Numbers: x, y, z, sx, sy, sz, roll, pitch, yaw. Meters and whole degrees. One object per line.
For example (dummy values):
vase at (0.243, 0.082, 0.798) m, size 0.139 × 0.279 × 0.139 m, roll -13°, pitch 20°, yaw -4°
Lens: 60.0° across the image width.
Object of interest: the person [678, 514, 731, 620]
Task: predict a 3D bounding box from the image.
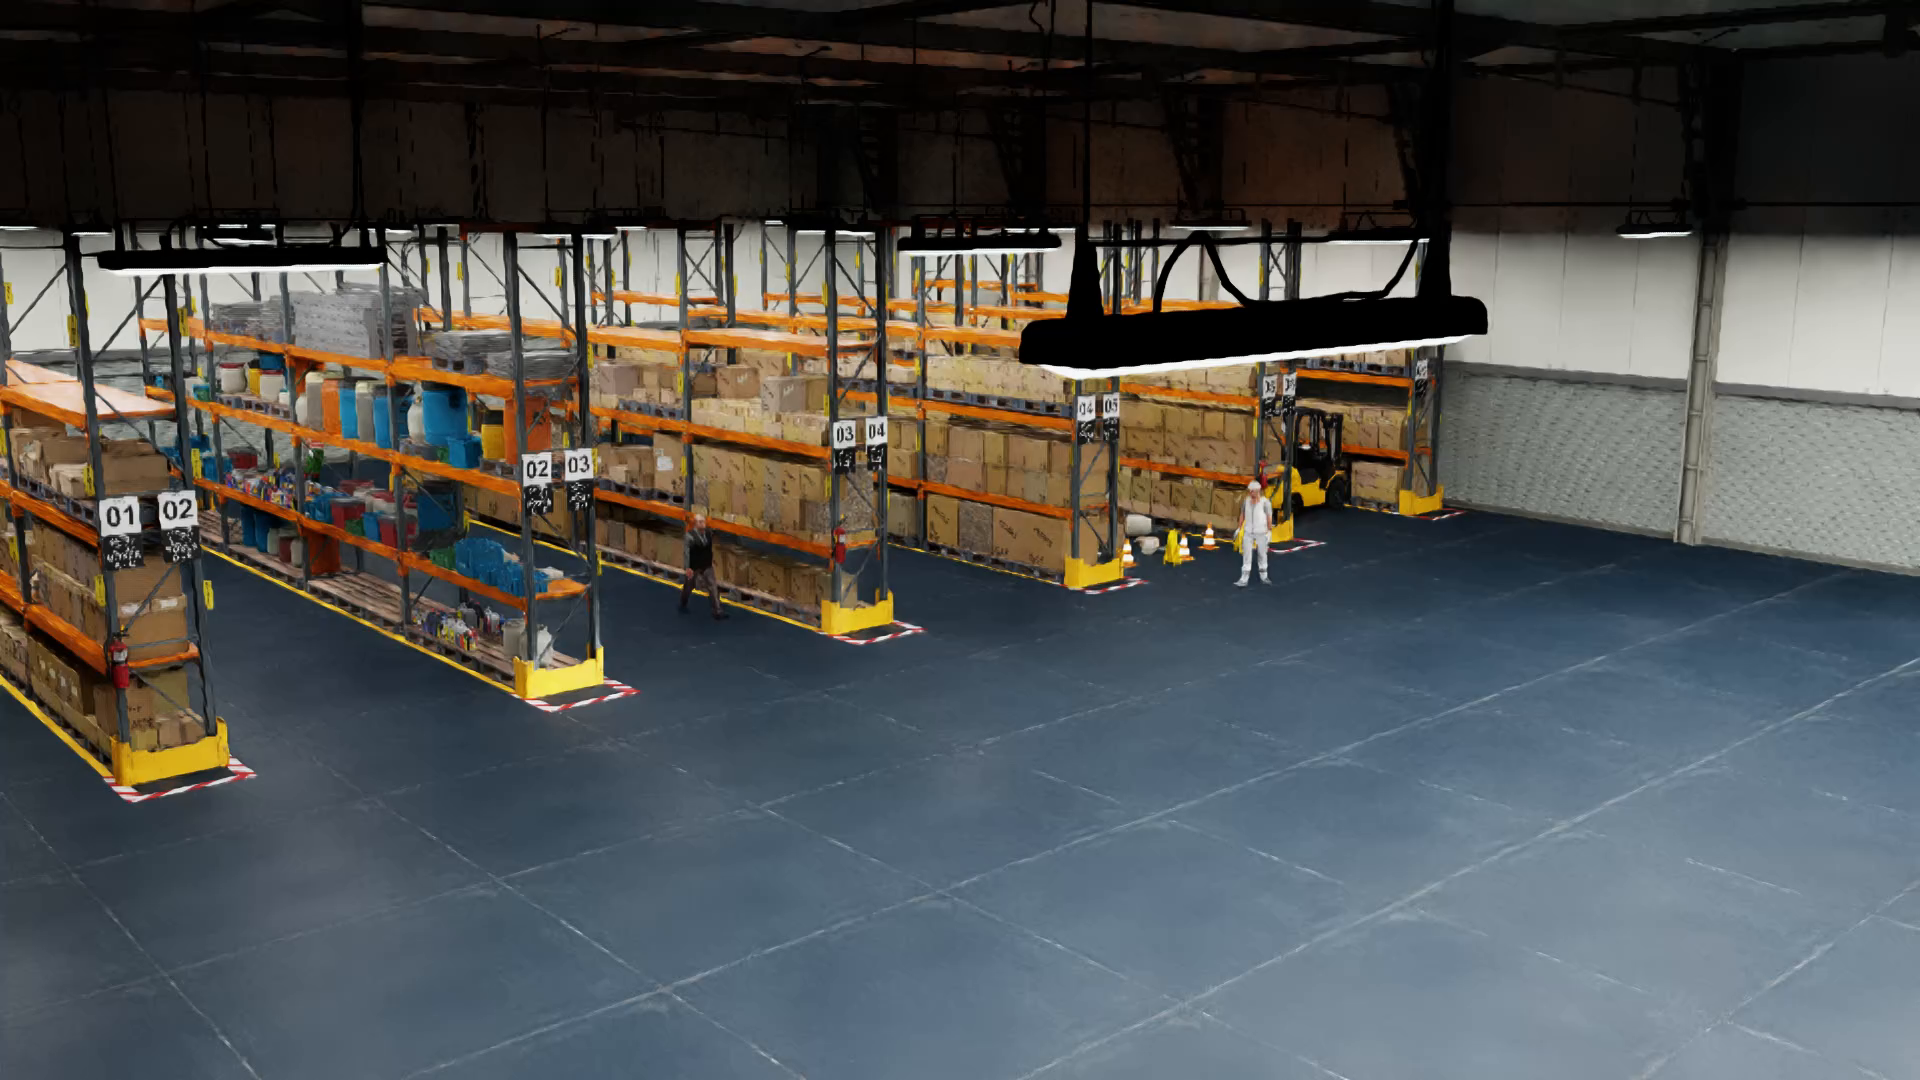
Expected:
person at (-4.028, 0.398, 25.680) m, size 0.543 × 1.648 × 1.115 m, roll -9°, pitch 15°, yaw -38°

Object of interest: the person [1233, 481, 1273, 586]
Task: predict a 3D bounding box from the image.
person at (4.916, -0.116, 27.952) m, size 0.675 × 1.789 × 0.630 m, roll 6°, pitch 13°, yaw 28°

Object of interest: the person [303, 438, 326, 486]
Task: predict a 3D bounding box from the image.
person at (-14.657, -2.041, 37.482) m, size 0.526 × 1.779 × 0.729 m, roll 2°, pitch 12°, yaw 8°
